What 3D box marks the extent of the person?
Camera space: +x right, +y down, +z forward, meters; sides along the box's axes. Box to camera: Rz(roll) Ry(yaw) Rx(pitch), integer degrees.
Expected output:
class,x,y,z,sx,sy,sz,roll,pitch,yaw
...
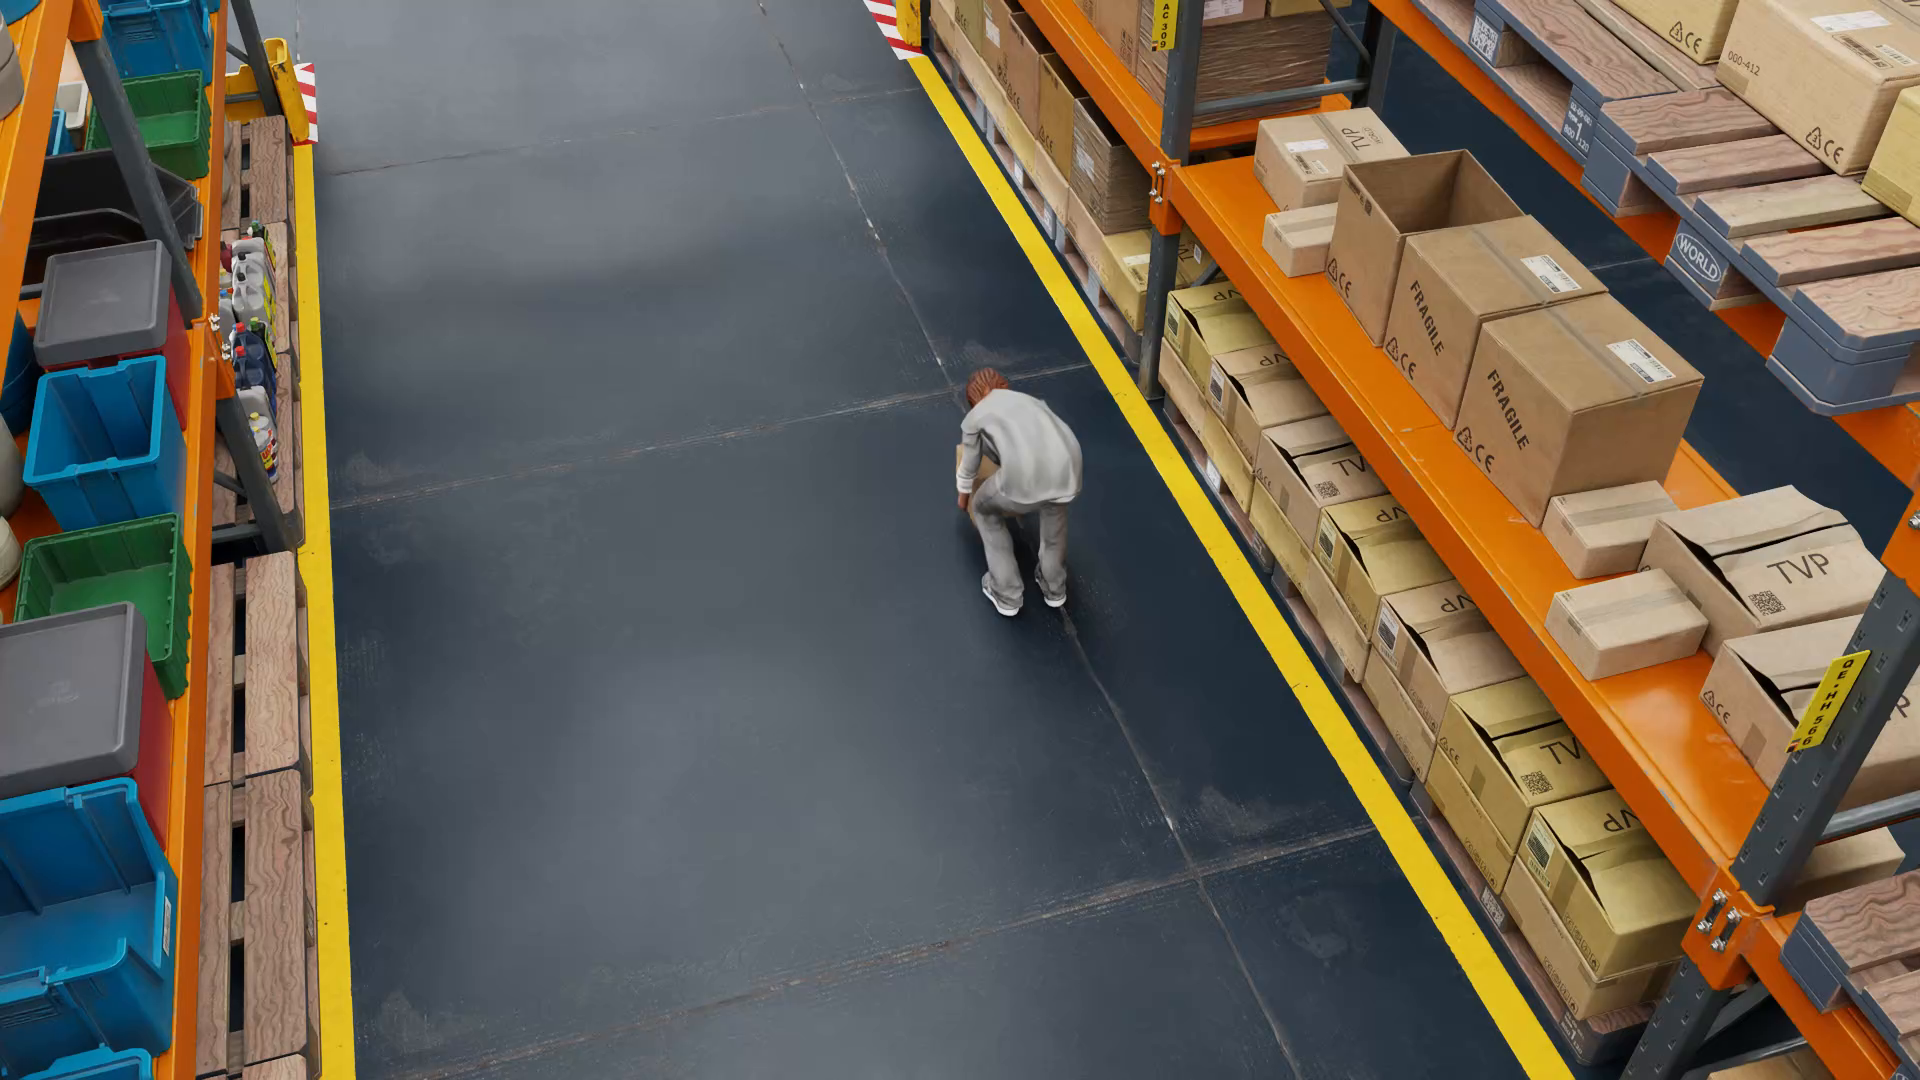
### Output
class,x,y,z,sx,sy,sz,roll,pitch,yaw
person,0.222,-0.228,6.892,0.411,0.948,0.866,-13,44,-14
